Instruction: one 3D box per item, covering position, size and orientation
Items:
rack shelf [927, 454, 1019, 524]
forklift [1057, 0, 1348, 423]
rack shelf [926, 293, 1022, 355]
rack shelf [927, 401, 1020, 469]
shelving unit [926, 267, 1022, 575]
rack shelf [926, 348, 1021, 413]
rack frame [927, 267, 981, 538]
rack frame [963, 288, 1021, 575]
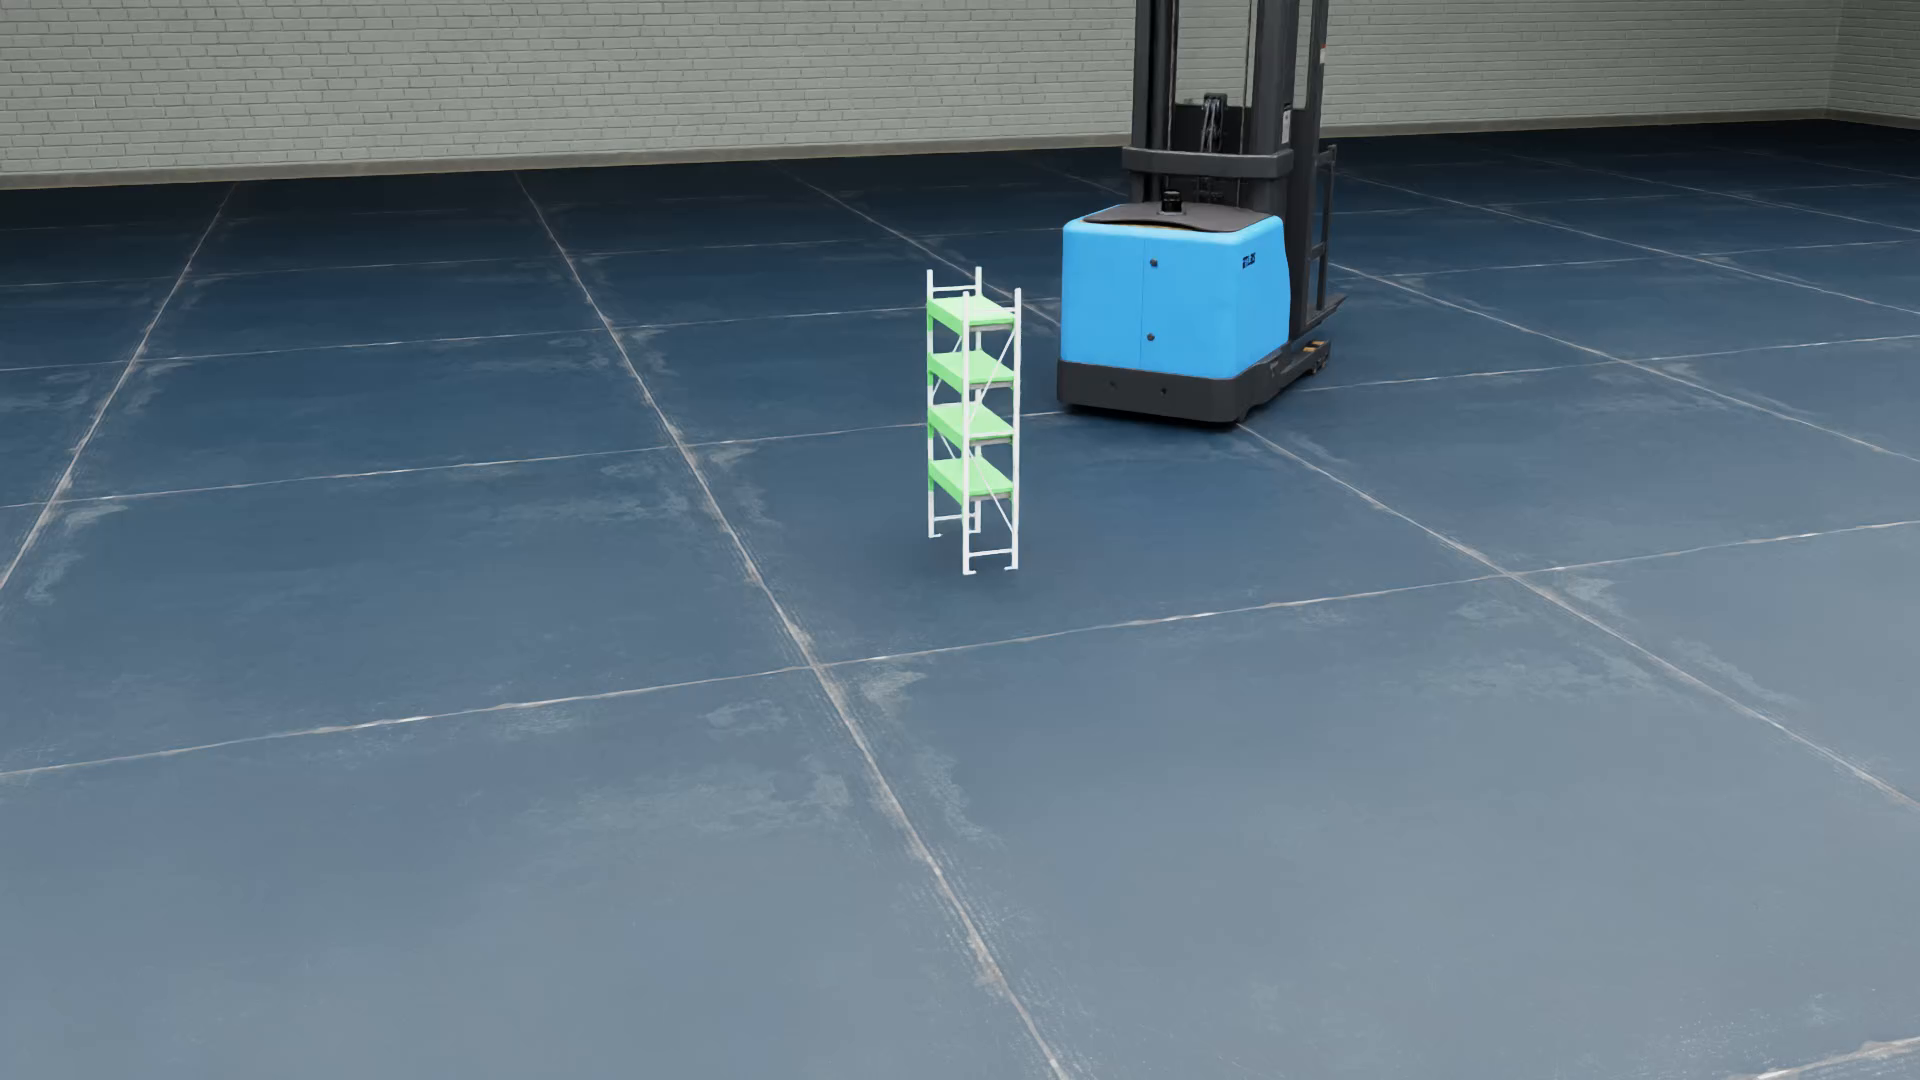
[{"bbox_3d":[0.052,-0.226,7.169,0.258,0.148,0.480,-6,21,-17],"label":"rack shelf"},{"bbox_3d":[1.677,-2.468,9.951,1.130,2.935,3.031,10,22,26],"label":"forklift"},{"bbox_3d":[0.052,-0.903,6.925,0.258,0.148,0.480,-6,21,-17],"label":"rack shelf"},{"bbox_3d":[0.052,-0.451,7.087,0.258,0.148,0.480,-6,21,-17],"label":"rack shelf"},{"bbox_3d":[0.052,-0.512,7.066,0.258,1.200,0.503,-6,21,-17],"label":"shelving unit"},{"bbox_3d":[0.052,-0.677,7.006,0.258,0.148,0.480,-6,21,-17],"label":"rack shelf"},{"bbox_3d":[-0.025,-0.590,7.284,0.240,1.200,0.015,-6,21,-17],"label":"rack frame"},{"bbox_3d":[0.129,-0.433,6.848,0.240,1.200,0.015,-6,21,-17],"label":"rack frame"}]
